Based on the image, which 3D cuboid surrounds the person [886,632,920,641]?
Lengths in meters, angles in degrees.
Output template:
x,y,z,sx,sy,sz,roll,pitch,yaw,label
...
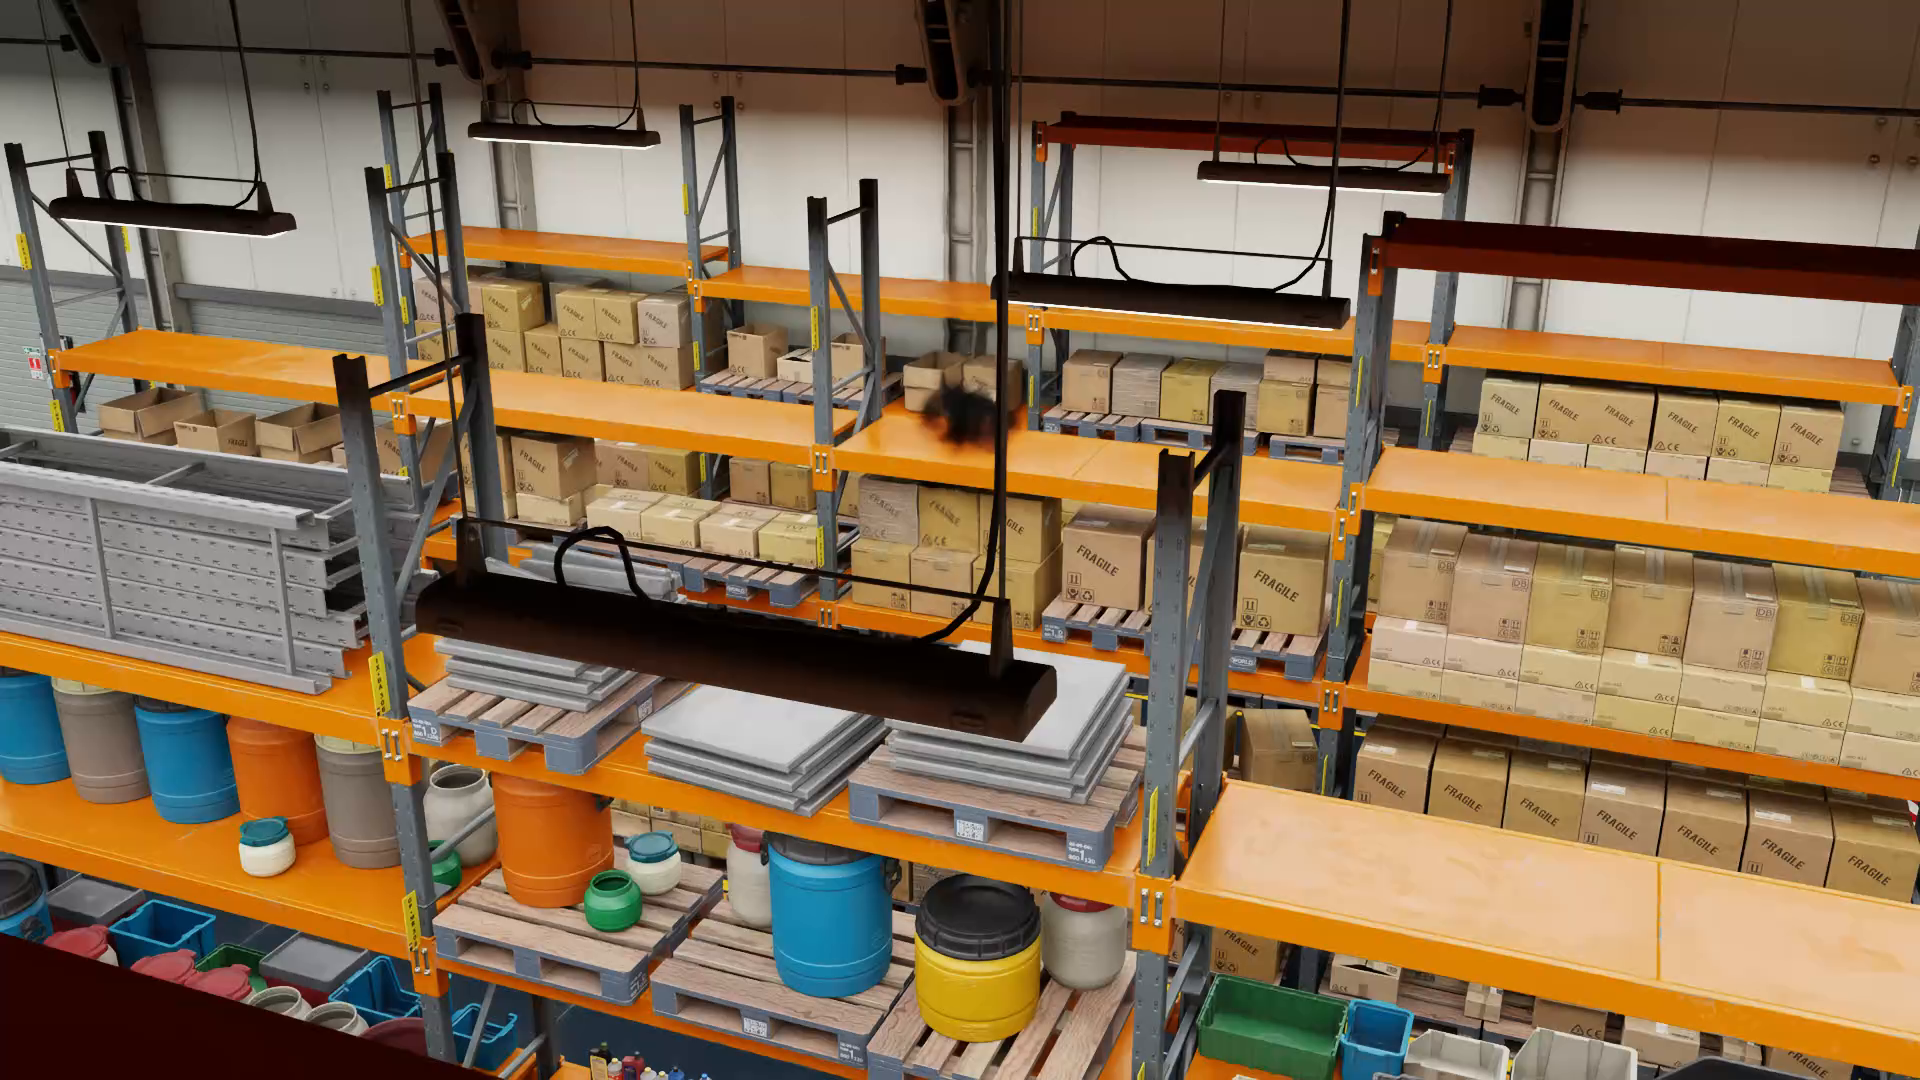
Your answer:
x,y,z,sx,sy,sz,roll,pitch,yaw,label
-0.658,1.268,15.942,0.808,1.796,0.678,5,21,13,person
